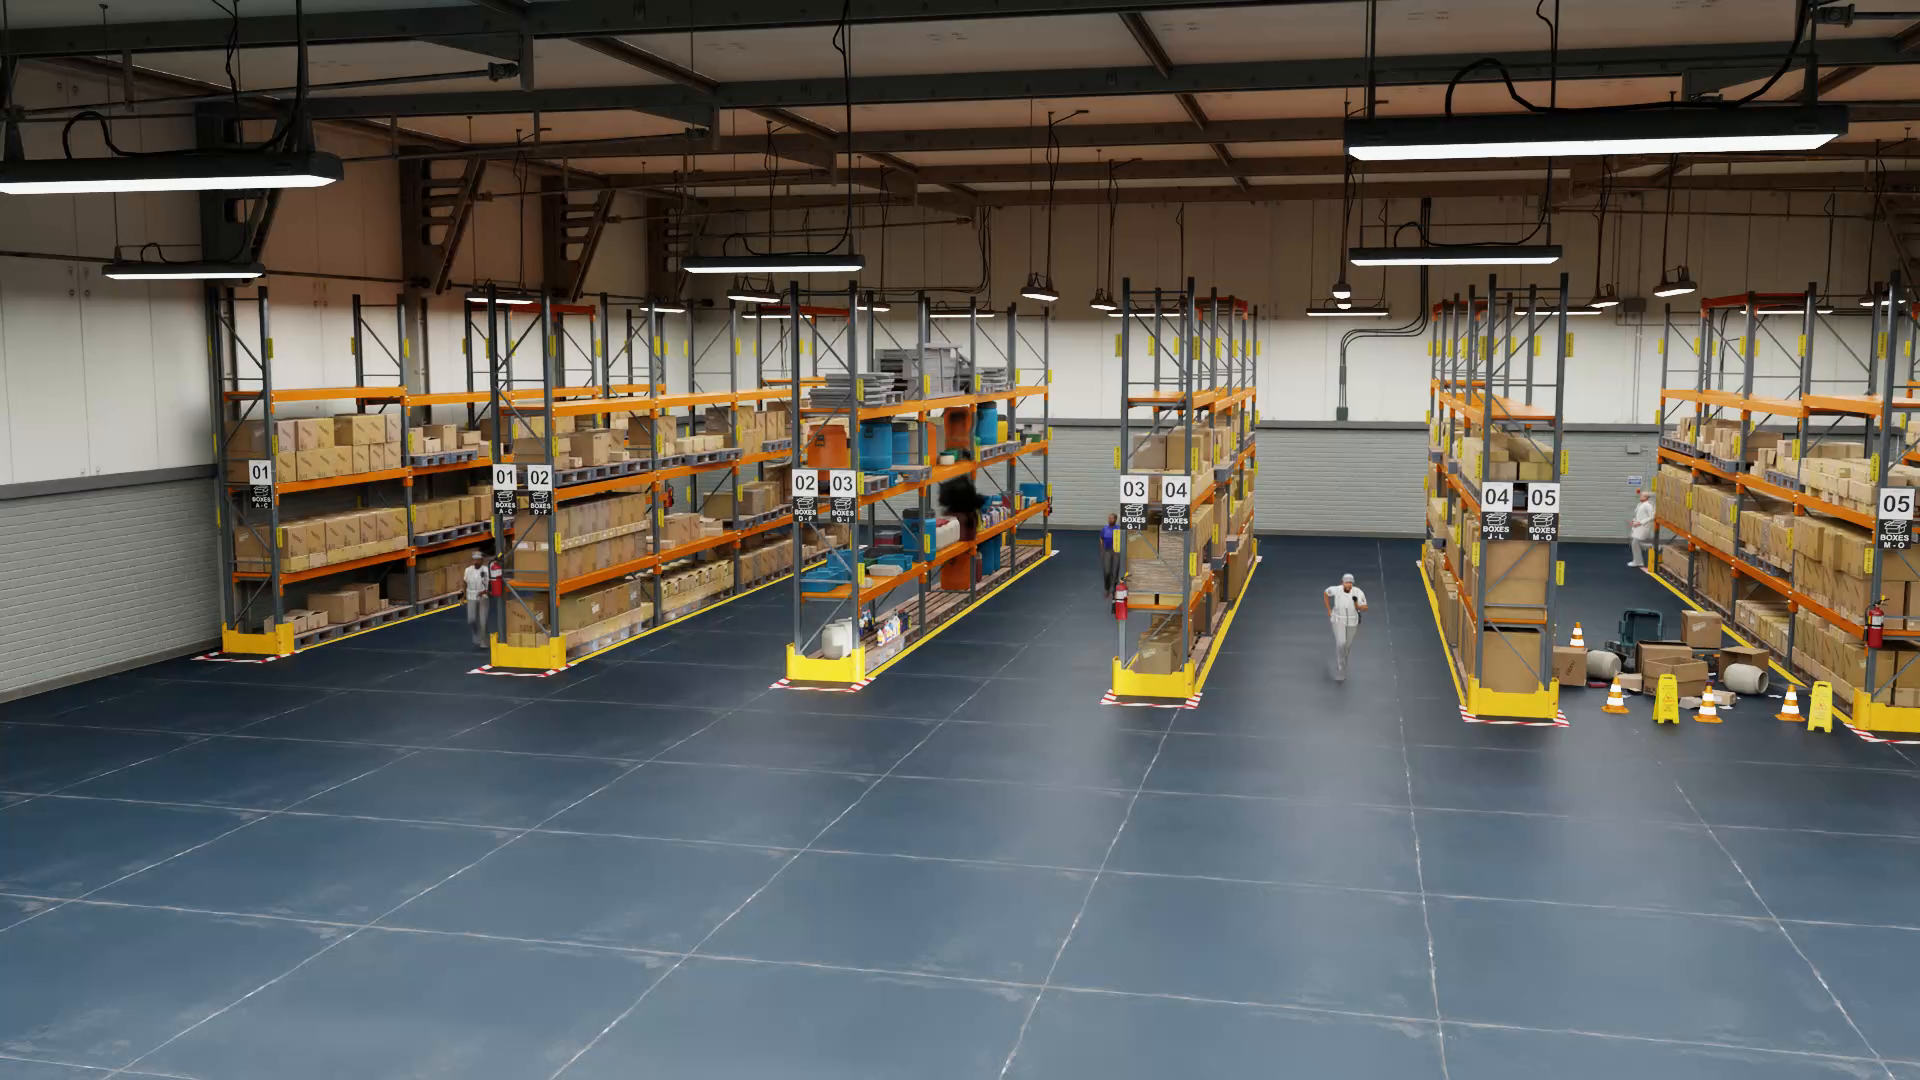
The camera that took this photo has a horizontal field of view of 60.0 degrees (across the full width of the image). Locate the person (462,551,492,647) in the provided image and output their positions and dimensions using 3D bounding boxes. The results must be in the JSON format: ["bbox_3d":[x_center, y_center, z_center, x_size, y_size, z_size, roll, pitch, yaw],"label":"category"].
[{"bbox_3d":[-8.063,0.993,27.765,0.546,1.647,0.652,-1,7,-6],"label":"person"}]

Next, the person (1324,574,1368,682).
[{"bbox_3d":[5.853,1.303,25.297,0.597,1.653,0.880,0,7,0],"label":"person"}]

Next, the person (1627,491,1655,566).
[{"bbox_3d":[15.779,-0.257,38.358,0.678,1.736,0.710,0,7,3],"label":"person"}]

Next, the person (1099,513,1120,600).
[{"bbox_3d":[2.863,0.319,31.311,0.560,1.657,0.573,2,7,14],"label":"person"}]
